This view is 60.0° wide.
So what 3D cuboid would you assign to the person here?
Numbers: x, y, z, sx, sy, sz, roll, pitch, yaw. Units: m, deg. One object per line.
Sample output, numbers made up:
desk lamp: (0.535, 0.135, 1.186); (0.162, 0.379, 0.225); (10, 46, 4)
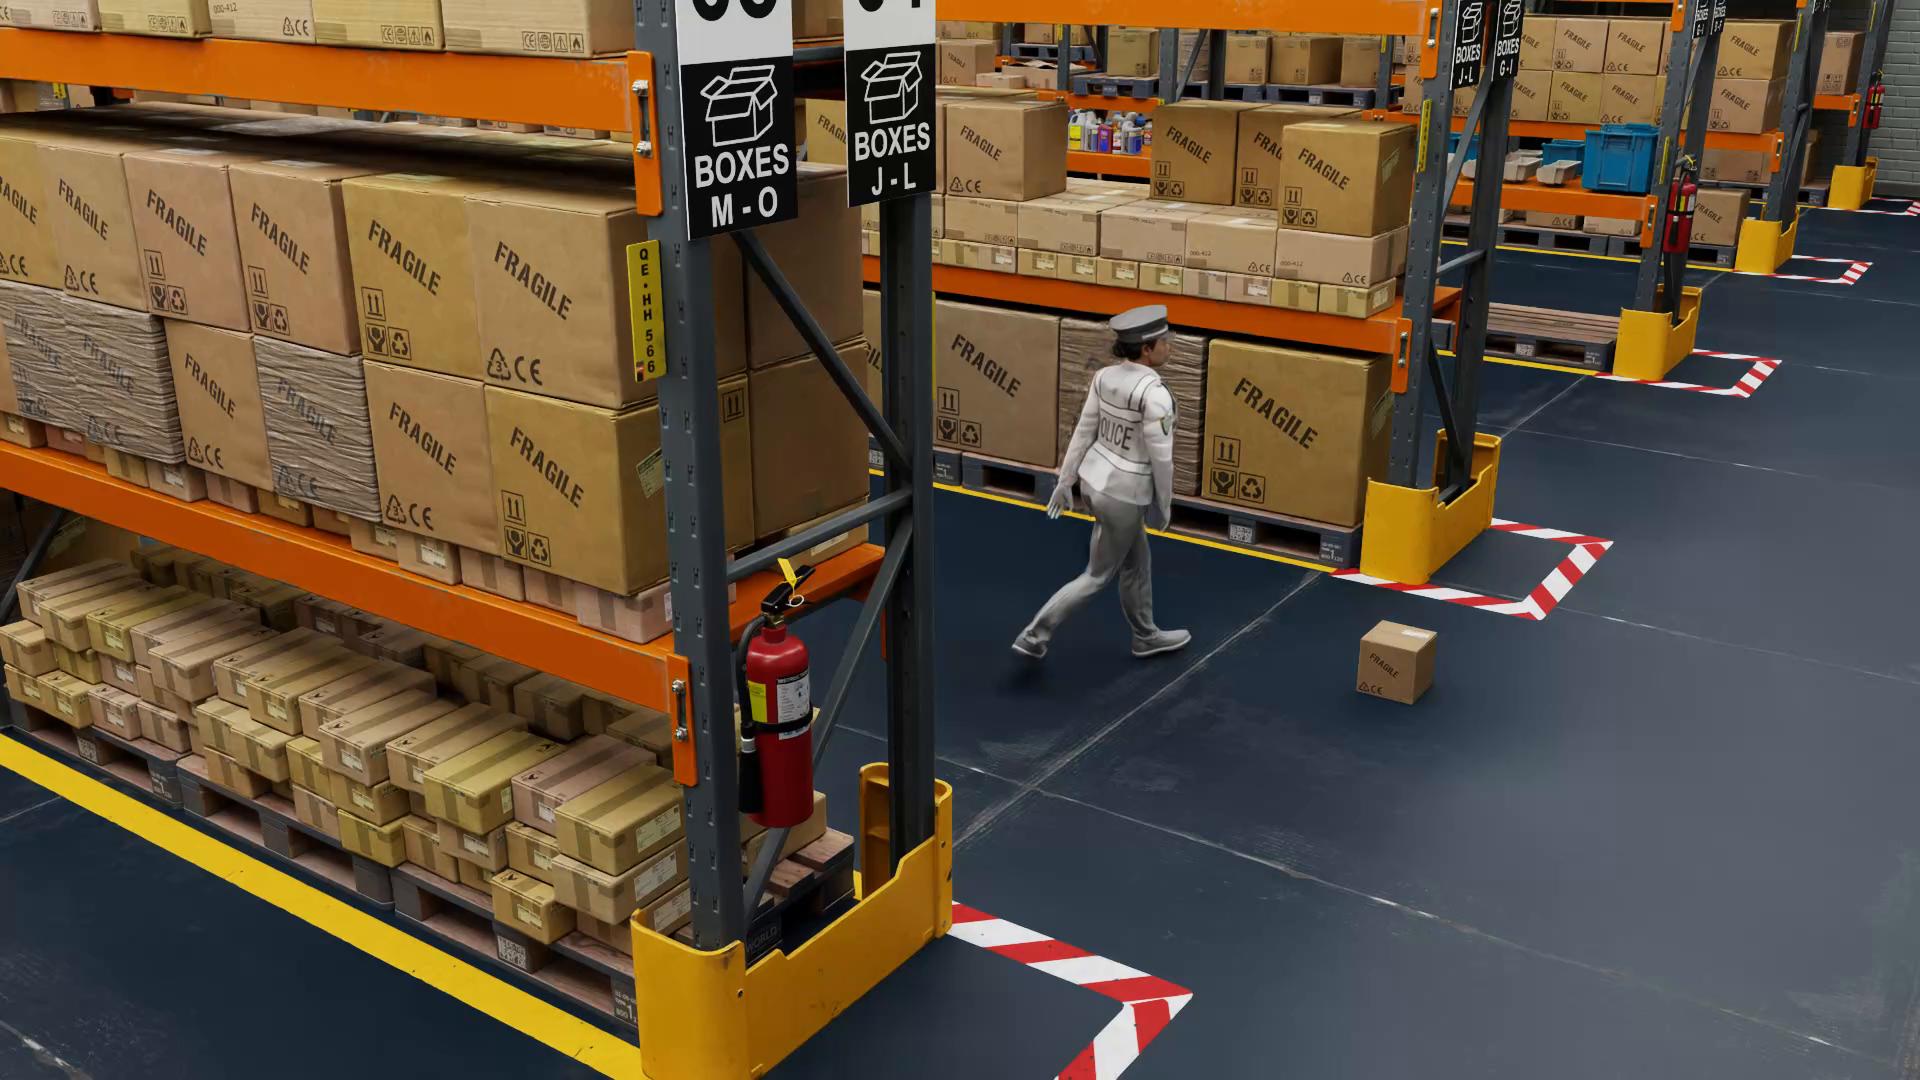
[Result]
person: (0.663, -0.190, 7.092); (0.913, 1.633, 0.523); (-9, 22, -24)
